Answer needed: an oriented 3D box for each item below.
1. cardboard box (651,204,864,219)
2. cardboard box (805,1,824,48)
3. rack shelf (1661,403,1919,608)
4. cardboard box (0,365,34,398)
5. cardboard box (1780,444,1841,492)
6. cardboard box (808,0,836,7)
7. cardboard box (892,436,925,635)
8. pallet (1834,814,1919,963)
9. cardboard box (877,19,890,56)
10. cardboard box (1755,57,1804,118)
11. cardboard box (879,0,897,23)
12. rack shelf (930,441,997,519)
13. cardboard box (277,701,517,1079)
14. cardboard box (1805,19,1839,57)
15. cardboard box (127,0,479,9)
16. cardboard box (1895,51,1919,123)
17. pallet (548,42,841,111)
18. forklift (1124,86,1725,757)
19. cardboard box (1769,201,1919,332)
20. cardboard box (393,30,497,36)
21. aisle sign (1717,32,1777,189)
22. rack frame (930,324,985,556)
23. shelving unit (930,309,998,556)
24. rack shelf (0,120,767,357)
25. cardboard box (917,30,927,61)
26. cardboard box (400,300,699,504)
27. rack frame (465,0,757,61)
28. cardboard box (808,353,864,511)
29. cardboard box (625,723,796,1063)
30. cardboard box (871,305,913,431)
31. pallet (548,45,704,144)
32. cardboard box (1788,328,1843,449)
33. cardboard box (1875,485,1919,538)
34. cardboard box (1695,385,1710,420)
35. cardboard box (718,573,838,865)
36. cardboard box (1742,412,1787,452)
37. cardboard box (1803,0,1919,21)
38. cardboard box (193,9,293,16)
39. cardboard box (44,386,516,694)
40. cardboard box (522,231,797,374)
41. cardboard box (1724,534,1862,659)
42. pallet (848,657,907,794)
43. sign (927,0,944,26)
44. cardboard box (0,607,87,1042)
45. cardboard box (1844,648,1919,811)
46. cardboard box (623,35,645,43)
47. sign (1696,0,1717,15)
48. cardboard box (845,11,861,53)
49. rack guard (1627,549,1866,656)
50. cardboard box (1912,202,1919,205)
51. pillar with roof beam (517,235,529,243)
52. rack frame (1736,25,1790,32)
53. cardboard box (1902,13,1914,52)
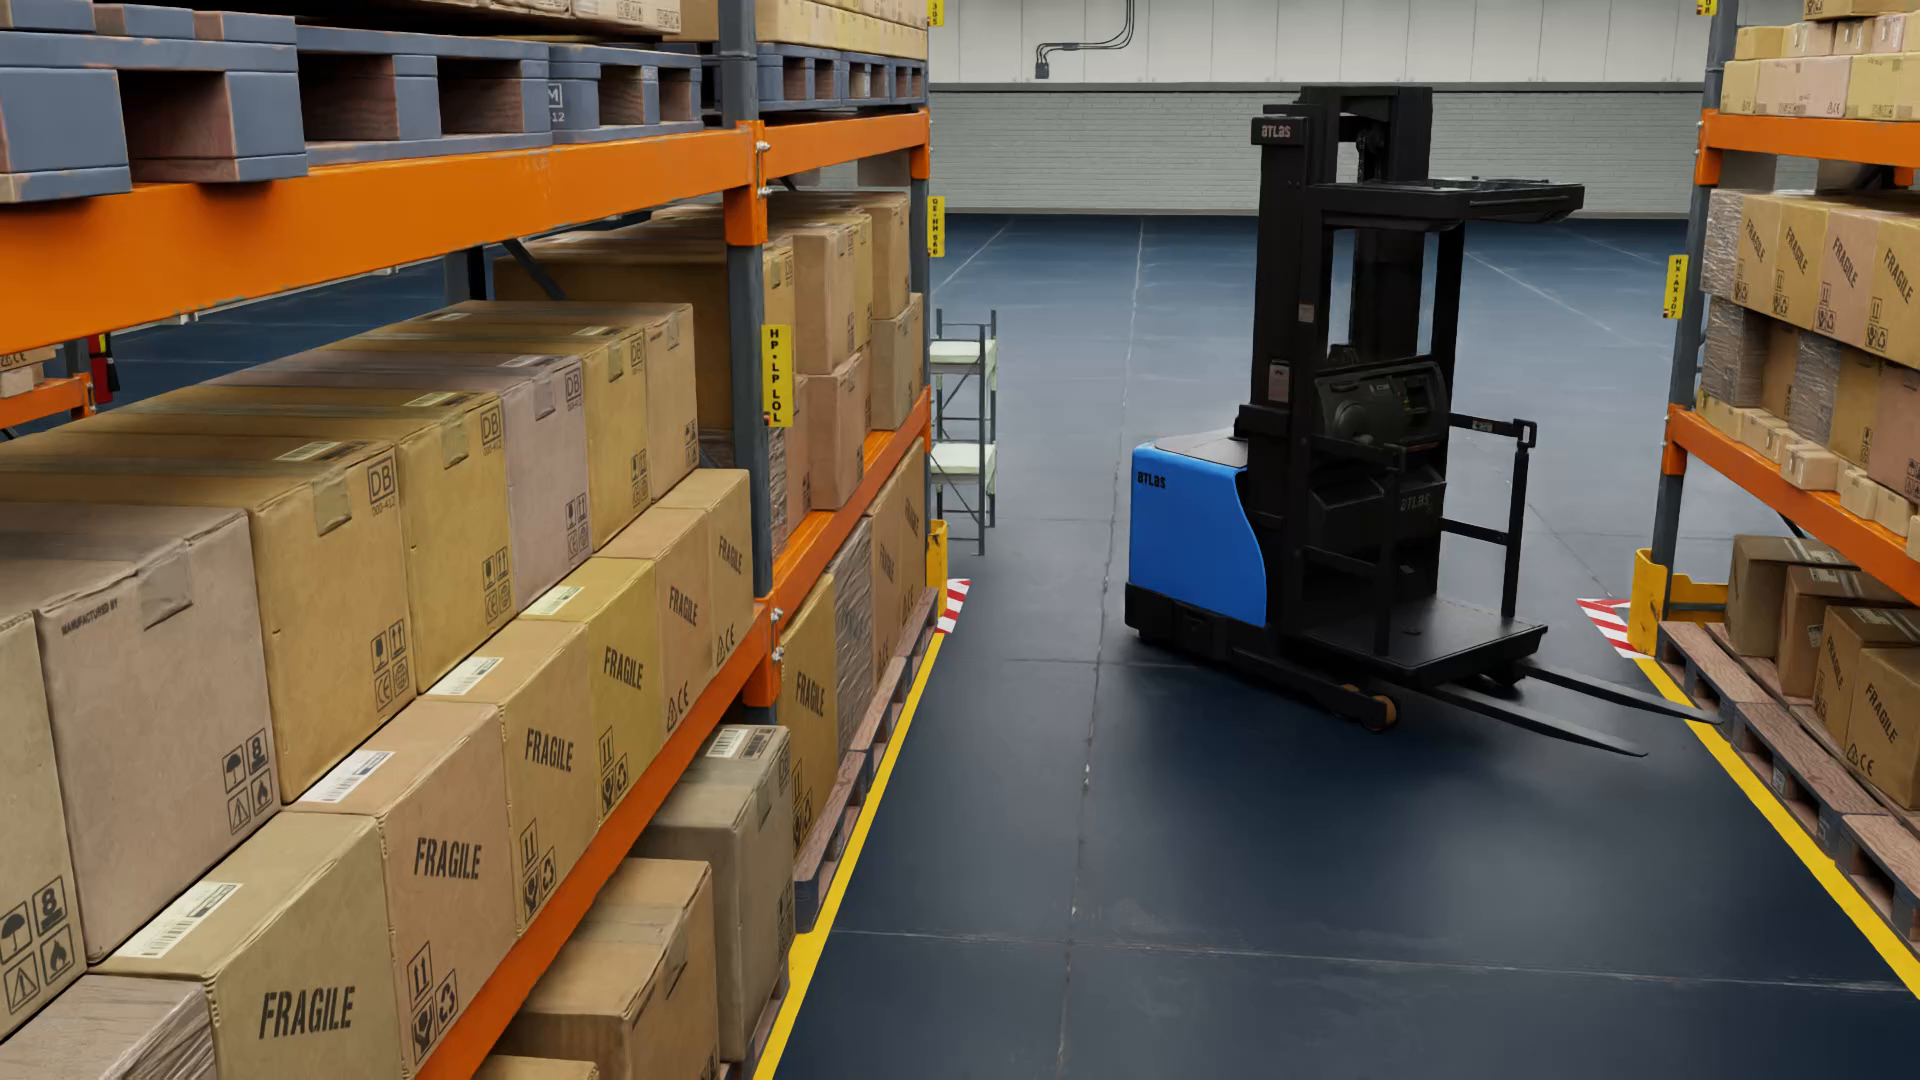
[{"bbox_3d":[-0.920,-1.262,7.725,0.875,0.550,0.550,2,15,6],"label":"cardboard box"},{"bbox_3d":[-0.687,-1.806,5.834,0.380,0.149,0.250,2,15,6],"label":"cardboard box"},{"bbox_3d":[4.020,-0.011,6.836,1.077,0.370,4.000,2,15,6],"label":"rack shelf"},{"bbox_3d":[-5.349,-0.876,9.135,0.380,0.149,0.250,2,15,6],"label":"cardboard box"},{"bbox_3d":[3.711,-0.303,7.017,0.380,0.149,0.250,2,15,6],"label":"cardboard box"},{"bbox_3d":[-0.734,-2.032,5.905,0.500,0.250,0.500,2,15,6],"label":"cardboard box"},{"bbox_3d":[-0.682,-0.049,8.862,0.875,0.875,0.875,2,15,7],"label":"cardboard box"},{"bbox_3d":[3.835,1.331,5.835,1.003,0.211,1.213,2,15,6],"label":"pallet"},{"bbox_3d":[-0.516,-2.202,7.296,0.380,0.149,0.250,2,15,7],"label":"cardboard box"},{"bbox_3d":[3.883,-2.002,7.359,0.500,0.250,0.500,1,15,5],"label":"cardboard box"},{"bbox_3d":[-0.563,-2.425,7.358,0.500,0.250,0.500,2,15,6],"label":"cardboard box"},{"bbox_3d":[0.001,-0.411,11.058,0.431,0.370,0.720,2,15,6],"label":"rack shelf"},{"bbox_3d":[-1.143,0.606,2.984,0.500,0.500,0.500,2,15,6],"label":"cardboard box"},{"bbox_3d":[3.821,-2.116,7.017,0.380,0.149,0.250,2,15,6],"label":"cardboard box"},{"bbox_3d":[-1.159,-1.075,2.819,0.500,0.311,0.500,1,15,5],"label":"cardboard box"},{"bbox_3d":[3.708,-1.609,5.906,0.500,0.250,0.500,2,15,6],"label":"cardboard box"},{"bbox_3d":[-1.020,-1.629,5.864,1.003,0.211,1.213,2,15,6],"label":"pallet"},{"bbox_3d":[2.201,-0.661,7.992,1.130,2.935,3.031,-11,19,-36],"label":"forklift"},{"bbox_3d":[3.795,-1.158,7.021,0.500,0.500,0.500,2,15,6],"label":"cardboard box"},{"bbox_3d":[-1.439,-1.497,4.467,0.258,0.266,0.396,1,15,5],"label":"cardboard box"},{"bbox_3d":[3.955,-2.157,8.413,0.394,0.787,0.004,2,15,6],"label":"aisle sign"},{"bbox_3d":[-0.041,-0.631,10.622,0.400,1.500,0.023,2,15,6],"label":"rack frame"},{"bbox_3d":[0.001,-0.726,10.973,0.431,1.500,0.755,2,15,6],"label":"shelving unit"},{"bbox_3d":[-1.348,-0.594,3.245,1.077,0.370,4.000,2,15,6],"label":"rack shelf"},{"bbox_3d":[-0.372,-2.531,8.515,0.380,0.149,0.250,2,15,6],"label":"cardboard box"},{"bbox_3d":[-1.173,-0.414,4.840,0.700,0.500,0.500,1,15,5],"label":"cardboard box"},{"bbox_3d":[-1.122,-2.908,4.677,1.000,3.000,0.127,2,15,6],"label":"rack frame"},{"bbox_3d":[-0.875,-0.461,6.831,0.875,0.550,0.550,2,15,6],"label":"cardboard box"},{"bbox_3d":[-1.103,1.035,5.094,1.050,0.750,0.750,2,15,6],"label":"cardboard box"},{"bbox_3d":[-0.708,-0.881,8.387,0.875,0.550,0.550,2,15,6],"label":"cardboard box"},{"bbox_3d":[-1.177,-1.129,4.209,0.805,0.209,1.217,1,15,4],"label":"pallet"},{"bbox_3d":[4.120,-0.666,7.116,0.875,0.500,0.500,2,15,6],"label":"cardboard box"},{"bbox_3d":[3.717,-0.106,6.288,0.380,0.149,0.250,2,15,6],"label":"cardboard box"},{"bbox_3d":[3.977,-0.689,8.445,0.380,0.149,0.250,2,15,6],"label":"cardboard box"},{"bbox_3d":[-0.982,0.650,6.279,0.875,0.875,0.875,2,15,7],"label":"cardboard box"},{"bbox_3d":[3.879,-0.495,7.727,0.380,0.149,0.250,2,15,6],"label":"cardboard box"},{"bbox_3d":[3.810,-2.381,6.757,0.500,0.500,0.500,2,15,6],"label":"cardboard box"},{"bbox_3d":[-1.544,-1.167,3.247,0.396,0.266,0.258,2,15,6],"label":"cardboard box"},{"bbox_3d":[-1.344,-0.019,3.378,0.700,0.500,0.500,2,15,6],"label":"cardboard box"},{"bbox_3d":[-1.100,-0.847,6.190,0.875,0.550,0.550,2,15,6],"label":"cardboard box"},{"bbox_3d":[4.159,0.288,8.334,0.500,0.500,0.500,5,16,17],"label":"cardboard box"},{"bbox_3d":[-0.824,0.822,7.719,1.003,0.211,1.213,2,15,6],"label":"pallet"},{"bbox_3d":[-0.133,-2.867,8.728,0.100,0.325,0.005,2,15,6],"label":"sign"},{"bbox_3d":[-1.513,0.378,1.910,0.700,0.500,0.500,2,15,6],"label":"cardboard box"},{"bbox_3d":[3.928,0.749,6.628,0.500,0.500,0.500,0,15,1],"label":"cardboard box"},{"bbox_3d":[-1.343,-1.826,5.908,0.380,0.149,0.250,2,15,7],"label":"cardboard box"},{"bbox_3d":[3.707,-2.763,8.213,0.100,0.325,0.005,2,15,6],"label":"sign"},{"bbox_3d":[-0.602,-2.005,6.568,0.380,0.149,0.250,2,15,6],"label":"cardboard box"},{"bbox_3d":[4.237,0.349,8.913,1.175,0.500,0.348,2,15,6],"label":"rack guard"},{"bbox_3d":[4.320,-1.142,6.964,0.500,0.500,0.500,2,15,6],"label":"cardboard box"},{"bbox_3d":[-4.522,-10.154,31.475,9.100,9.000,0.400,2,15,6],"label":"pillar with roof beam"},{"bbox_3d":[4.243,-3.773,7.877,0.949,2.616,0.053,2,15,6],"label":"rack frame"},{"bbox_3d":[3.806,-1.910,6.256,0.380,0.149,0.250,1,15,4],"label":"cardboard box"}]
